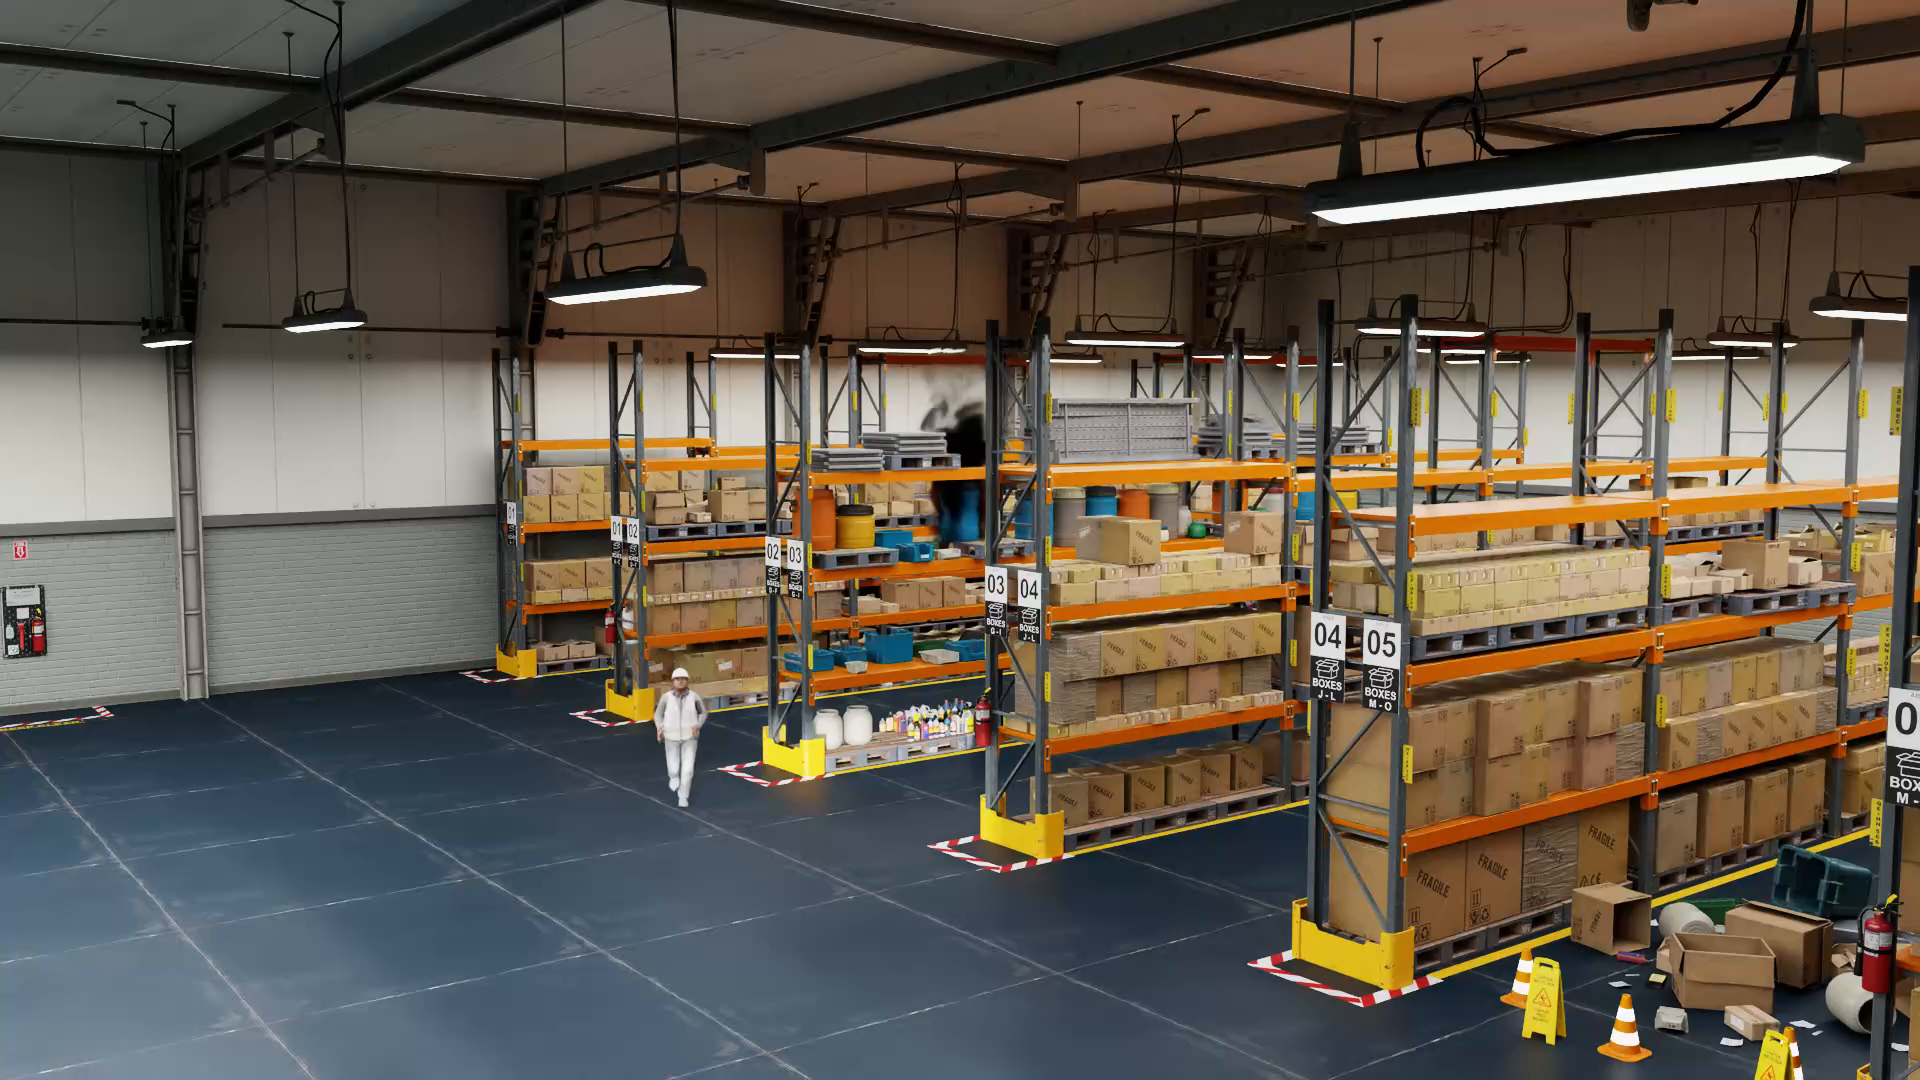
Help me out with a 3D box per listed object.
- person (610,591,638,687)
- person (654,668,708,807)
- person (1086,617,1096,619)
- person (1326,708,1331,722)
[{"bbox_3d":[-5.712,1.777,28.616,0.671,1.801,0.728,4,7,40],"label":"person"},{"bbox_3d":[-3.514,2.471,20.955,0.670,1.730,0.590,-1,5,-10],"label":"person"},{"bbox_3d":[2.278,1.830,28.675,0.592,1.629,0.583,5,7,44],"label":"person"},{"bbox_3d":[5.721,2.146,25.647,0.538,1.557,0.549,4,6,36],"label":"person"}]
